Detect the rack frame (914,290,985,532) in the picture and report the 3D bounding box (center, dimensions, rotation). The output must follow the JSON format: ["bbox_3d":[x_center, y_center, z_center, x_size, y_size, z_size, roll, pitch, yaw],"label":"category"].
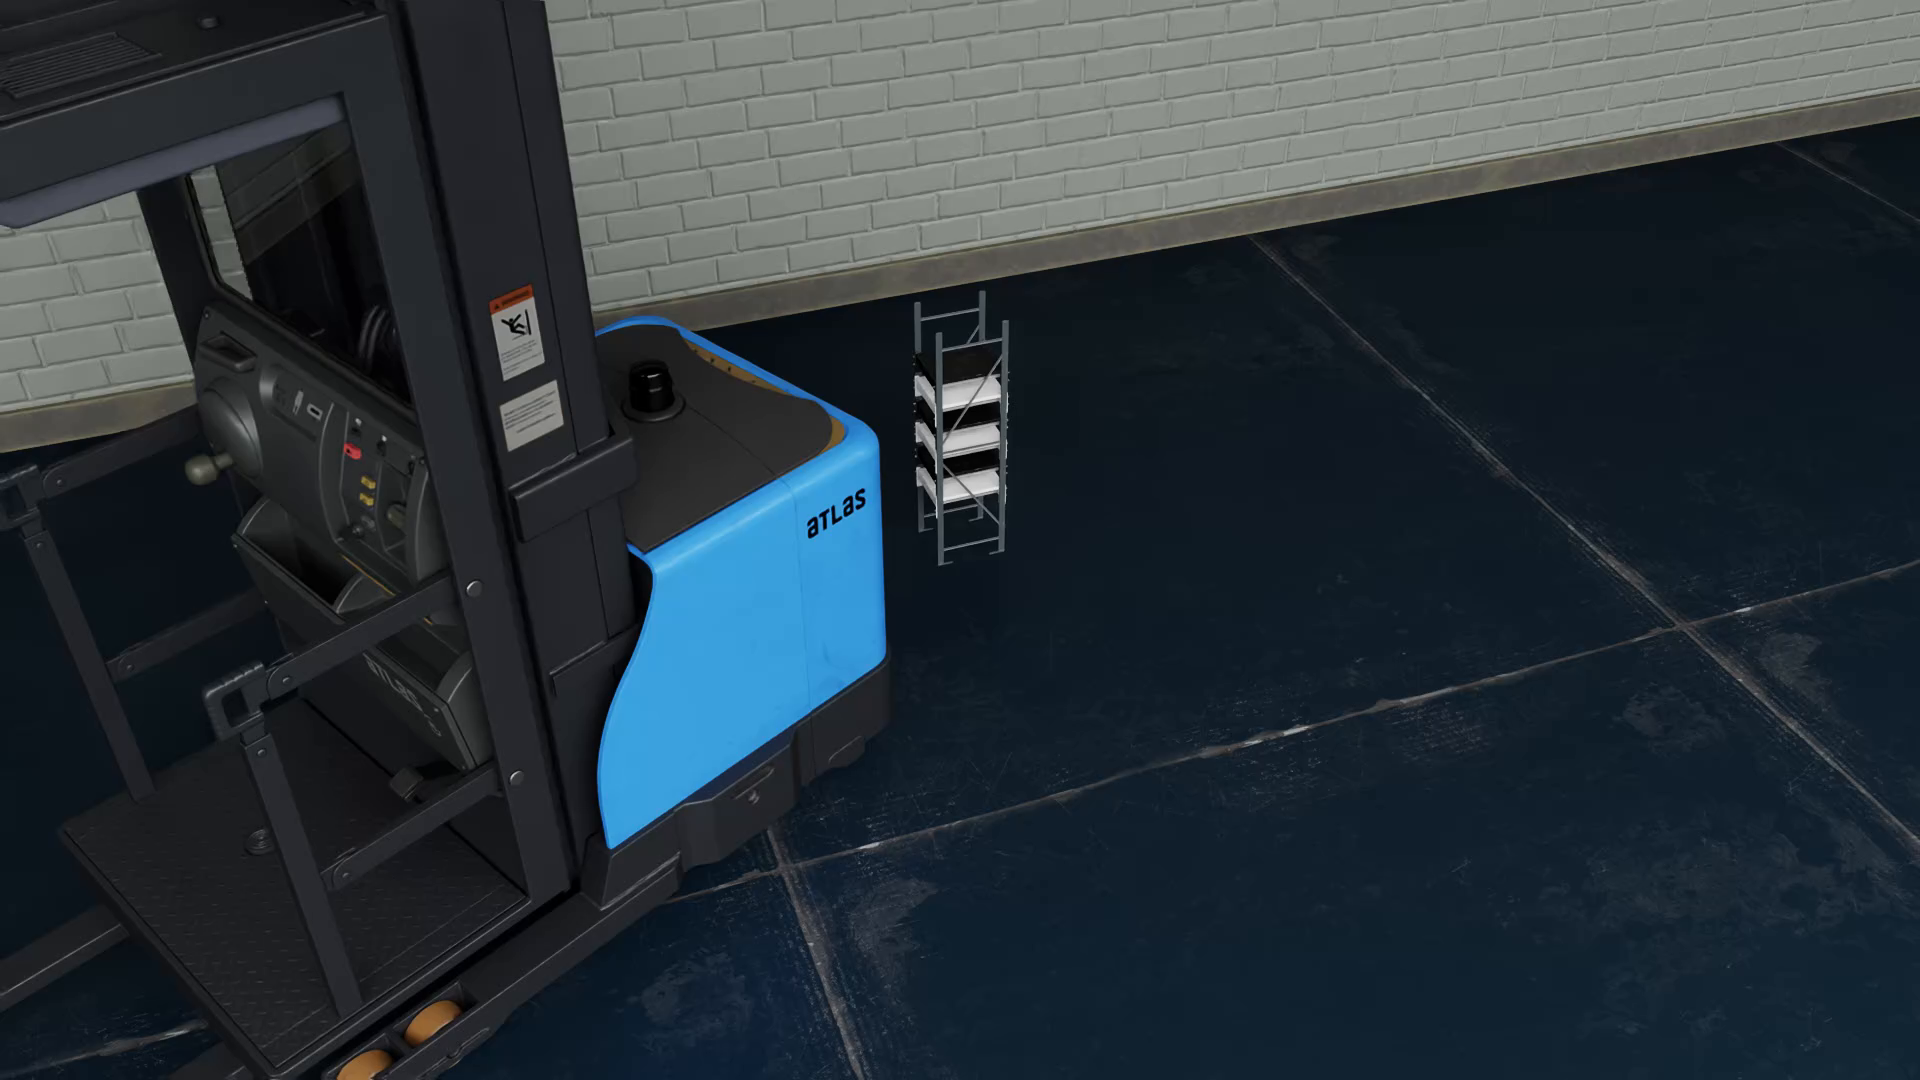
[{"bbox_3d":[-0.032,-0.412,5.549,0.240,0.900,0.006,-12,39,-16],"label":"rack frame"}]

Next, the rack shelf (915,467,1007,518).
[{"bbox_3d":[0.003,-0.184,5.602,0.258,0.077,0.200,-12,39,-16],"label":"rack shelf"}]

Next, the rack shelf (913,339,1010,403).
[{"bbox_3d":[0.003,-0.544,5.331,0.258,0.077,0.200,-12,39,-16],"label":"rack shelf"}]

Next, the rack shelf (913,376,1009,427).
[{"bbox_3d":[0.003,-0.472,5.385,0.258,0.077,0.200,-12,39,-16],"label":"rack shelf"}]

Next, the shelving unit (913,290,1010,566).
[{"bbox_3d":[0.003,-0.355,5.473,0.258,0.900,0.210,-12,39,-16],"label":"shelving unit"}]

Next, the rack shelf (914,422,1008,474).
[{"bbox_3d":[0.003,-0.328,5.493,0.258,0.077,0.200,-12,39,-16],"label":"rack shelf"}]

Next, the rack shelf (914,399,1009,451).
[{"bbox_3d":[0.003,-0.400,5.439,0.258,0.077,0.200,-12,39,-16],"label":"rack shelf"}]

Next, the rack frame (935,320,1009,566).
[{"bbox_3d":[0.038,-0.297,5.397,0.240,0.900,0.006,-12,39,-16],"label":"rack frame"}]

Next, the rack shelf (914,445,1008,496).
[{"bbox_3d":[0.003,-0.256,5.547,0.258,0.077,0.200,-12,39,-16],"label":"rack shelf"}]

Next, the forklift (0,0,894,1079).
[{"bbox_3d":[-1.564,-0.147,3.509,1.130,2.935,3.031,29,46,33],"label":"forklift"}]
